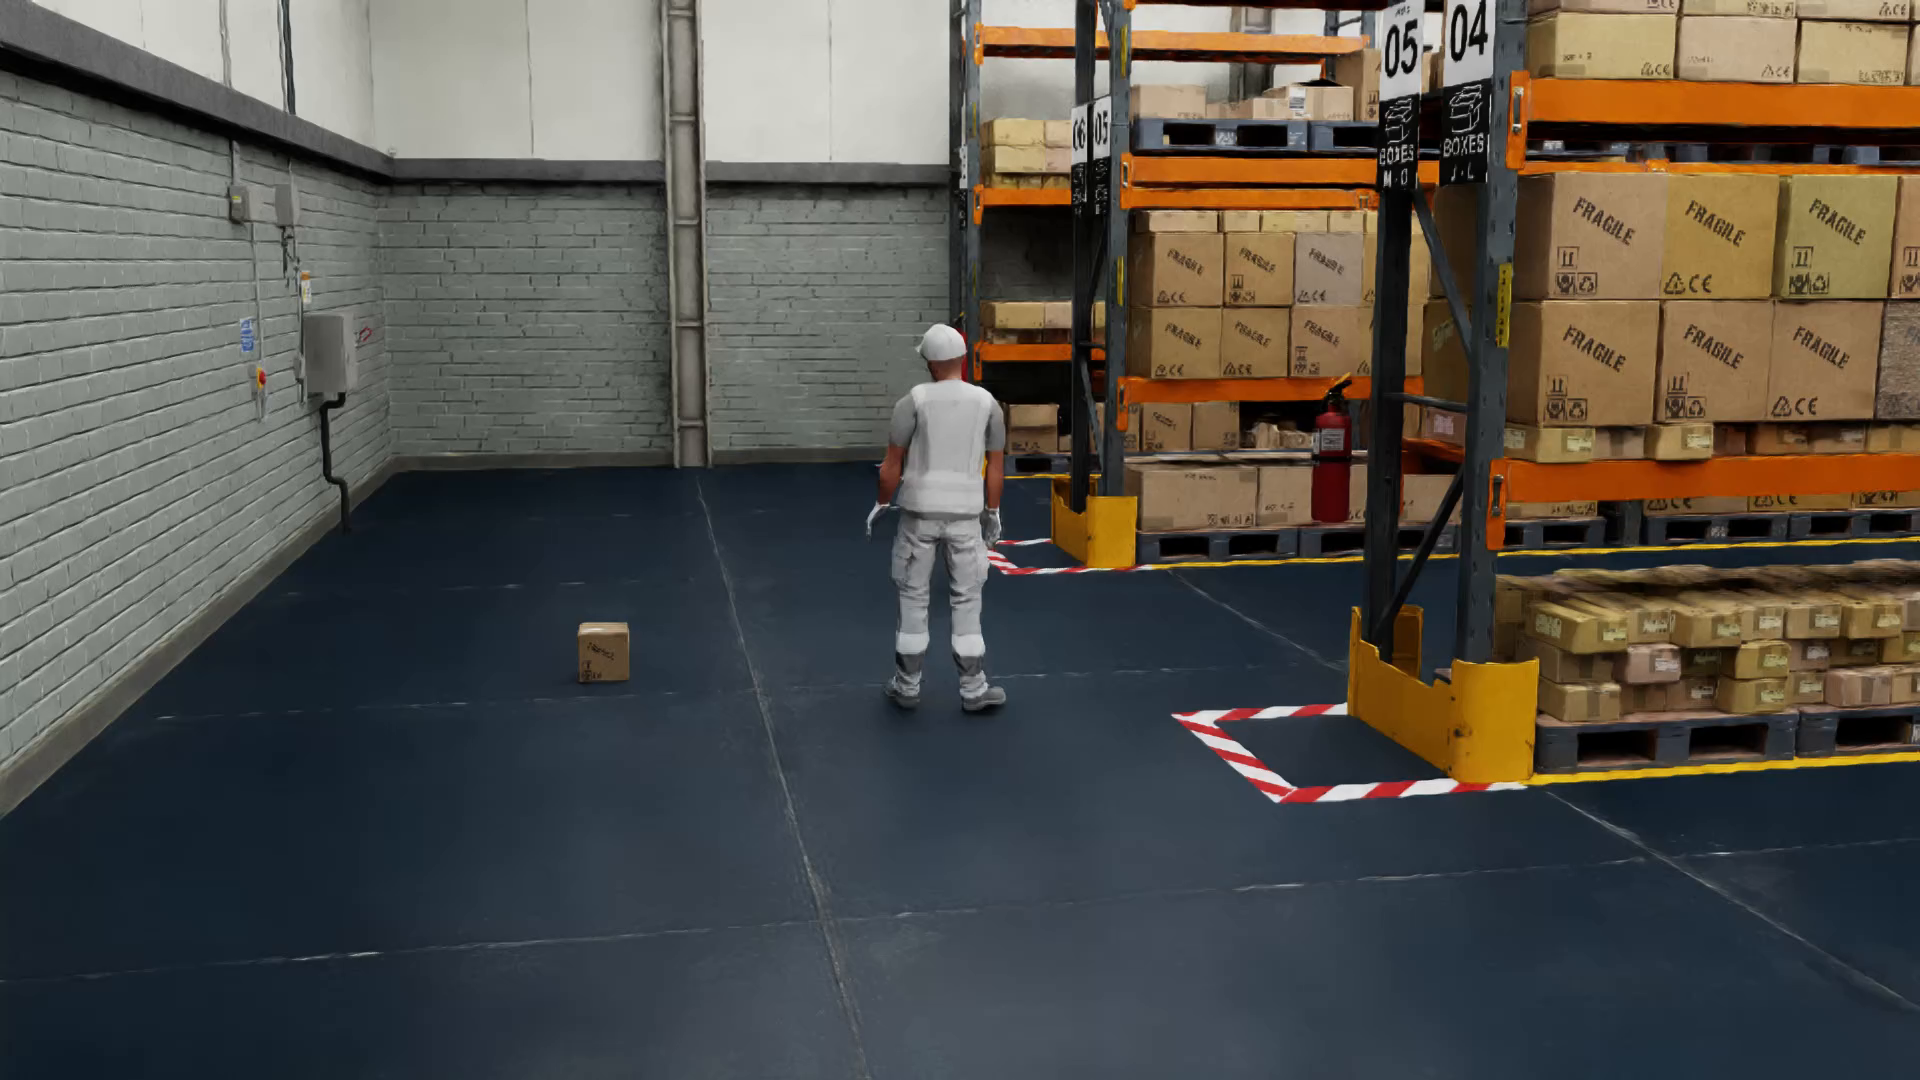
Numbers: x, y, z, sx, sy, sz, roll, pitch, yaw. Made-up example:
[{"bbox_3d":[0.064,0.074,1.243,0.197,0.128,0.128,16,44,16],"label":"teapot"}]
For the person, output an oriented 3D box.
[{"bbox_3d":[-0.109,-0.111,7.776,0.665,1.792,0.418,-2,10,-10],"label":"person"}]
